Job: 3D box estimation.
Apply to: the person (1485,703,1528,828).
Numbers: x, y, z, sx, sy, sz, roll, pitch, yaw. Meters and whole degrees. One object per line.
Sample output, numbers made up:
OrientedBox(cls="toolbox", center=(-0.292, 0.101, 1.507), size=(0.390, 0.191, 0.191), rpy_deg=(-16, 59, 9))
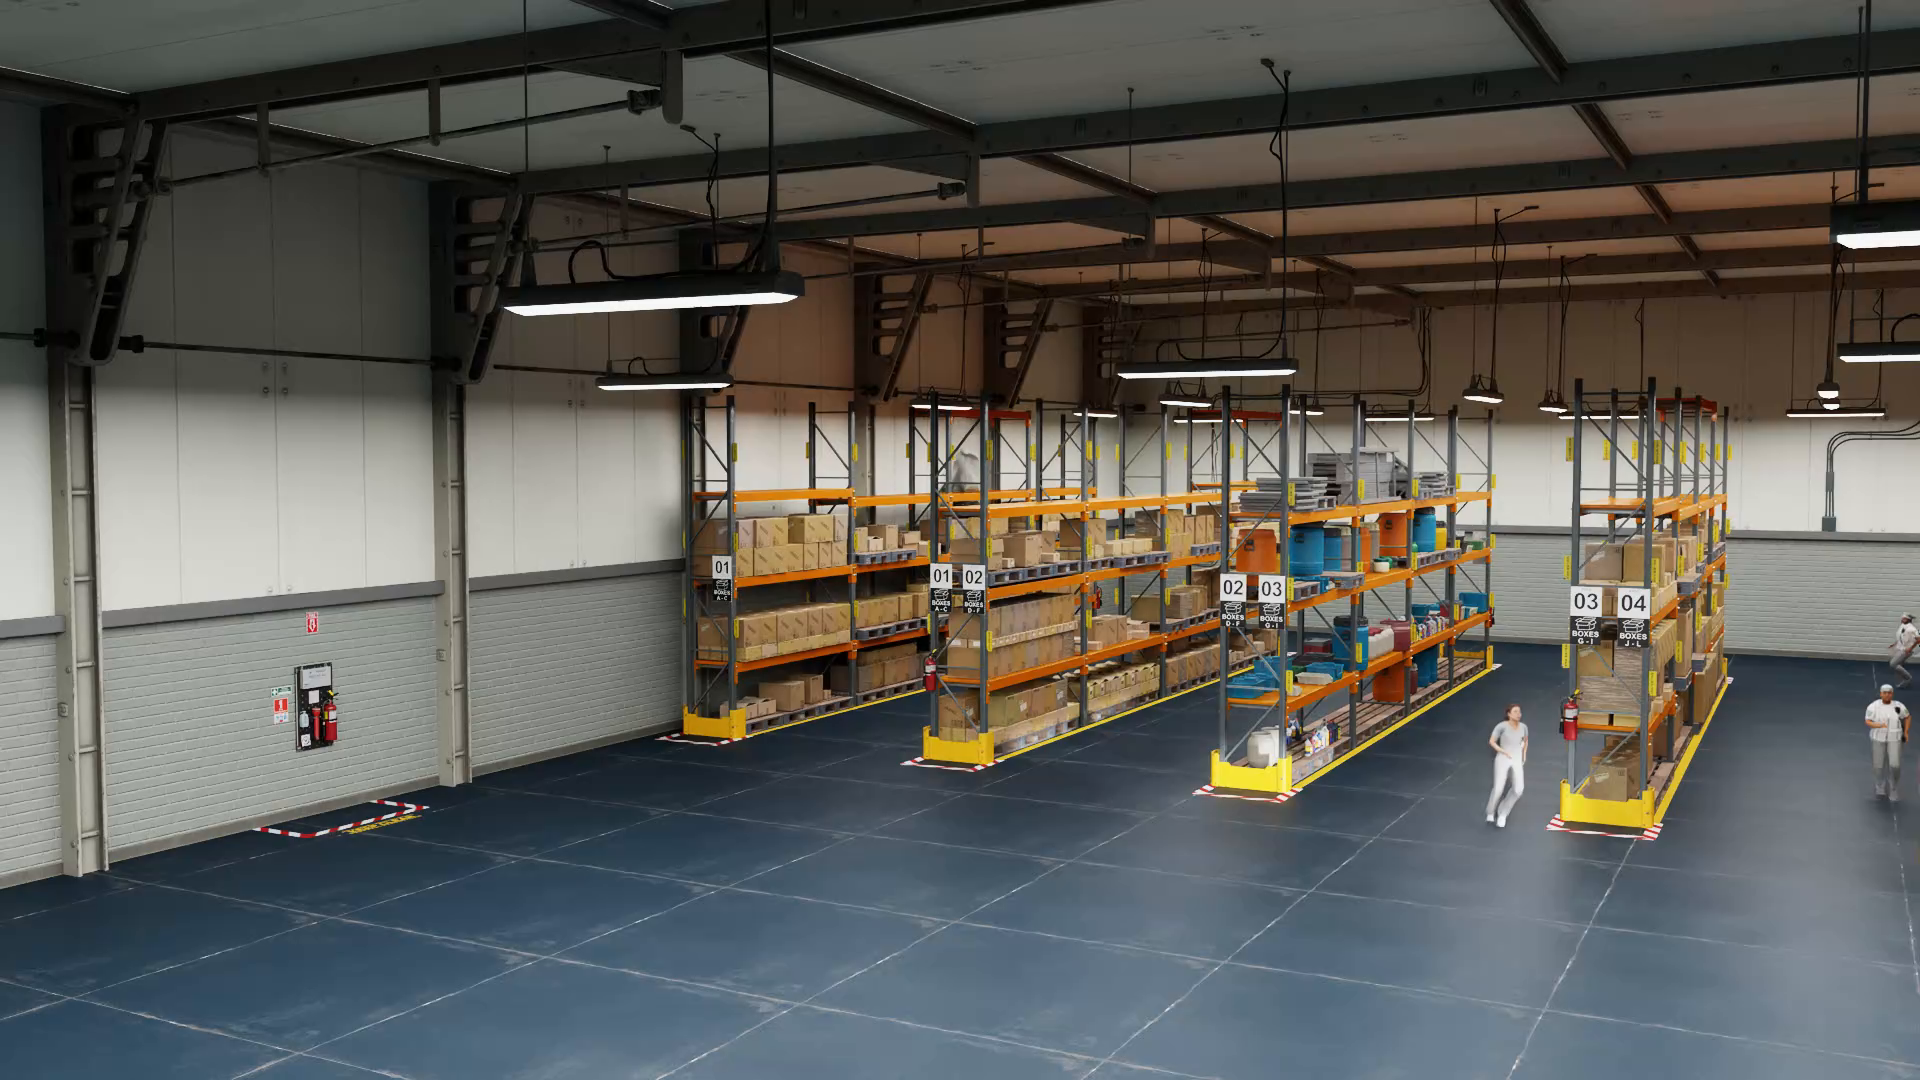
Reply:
OrientedBox(cls="person", center=(7.362, 3.001, 22.258), size=(0.587, 1.651, 0.647), rpy_deg=(0, 3, -1))

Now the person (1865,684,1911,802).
OrientedBox(cls="person", center=(13.346, 2.918, 23.936), size=(0.578, 1.685, 0.688), rpy_deg=(2, 3, 30))

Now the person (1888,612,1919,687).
OrientedBox(cls="person", center=(20.004, 2.333, 35.280), size=(0.531, 1.645, 0.637), rpy_deg=(1, 3, 10))
